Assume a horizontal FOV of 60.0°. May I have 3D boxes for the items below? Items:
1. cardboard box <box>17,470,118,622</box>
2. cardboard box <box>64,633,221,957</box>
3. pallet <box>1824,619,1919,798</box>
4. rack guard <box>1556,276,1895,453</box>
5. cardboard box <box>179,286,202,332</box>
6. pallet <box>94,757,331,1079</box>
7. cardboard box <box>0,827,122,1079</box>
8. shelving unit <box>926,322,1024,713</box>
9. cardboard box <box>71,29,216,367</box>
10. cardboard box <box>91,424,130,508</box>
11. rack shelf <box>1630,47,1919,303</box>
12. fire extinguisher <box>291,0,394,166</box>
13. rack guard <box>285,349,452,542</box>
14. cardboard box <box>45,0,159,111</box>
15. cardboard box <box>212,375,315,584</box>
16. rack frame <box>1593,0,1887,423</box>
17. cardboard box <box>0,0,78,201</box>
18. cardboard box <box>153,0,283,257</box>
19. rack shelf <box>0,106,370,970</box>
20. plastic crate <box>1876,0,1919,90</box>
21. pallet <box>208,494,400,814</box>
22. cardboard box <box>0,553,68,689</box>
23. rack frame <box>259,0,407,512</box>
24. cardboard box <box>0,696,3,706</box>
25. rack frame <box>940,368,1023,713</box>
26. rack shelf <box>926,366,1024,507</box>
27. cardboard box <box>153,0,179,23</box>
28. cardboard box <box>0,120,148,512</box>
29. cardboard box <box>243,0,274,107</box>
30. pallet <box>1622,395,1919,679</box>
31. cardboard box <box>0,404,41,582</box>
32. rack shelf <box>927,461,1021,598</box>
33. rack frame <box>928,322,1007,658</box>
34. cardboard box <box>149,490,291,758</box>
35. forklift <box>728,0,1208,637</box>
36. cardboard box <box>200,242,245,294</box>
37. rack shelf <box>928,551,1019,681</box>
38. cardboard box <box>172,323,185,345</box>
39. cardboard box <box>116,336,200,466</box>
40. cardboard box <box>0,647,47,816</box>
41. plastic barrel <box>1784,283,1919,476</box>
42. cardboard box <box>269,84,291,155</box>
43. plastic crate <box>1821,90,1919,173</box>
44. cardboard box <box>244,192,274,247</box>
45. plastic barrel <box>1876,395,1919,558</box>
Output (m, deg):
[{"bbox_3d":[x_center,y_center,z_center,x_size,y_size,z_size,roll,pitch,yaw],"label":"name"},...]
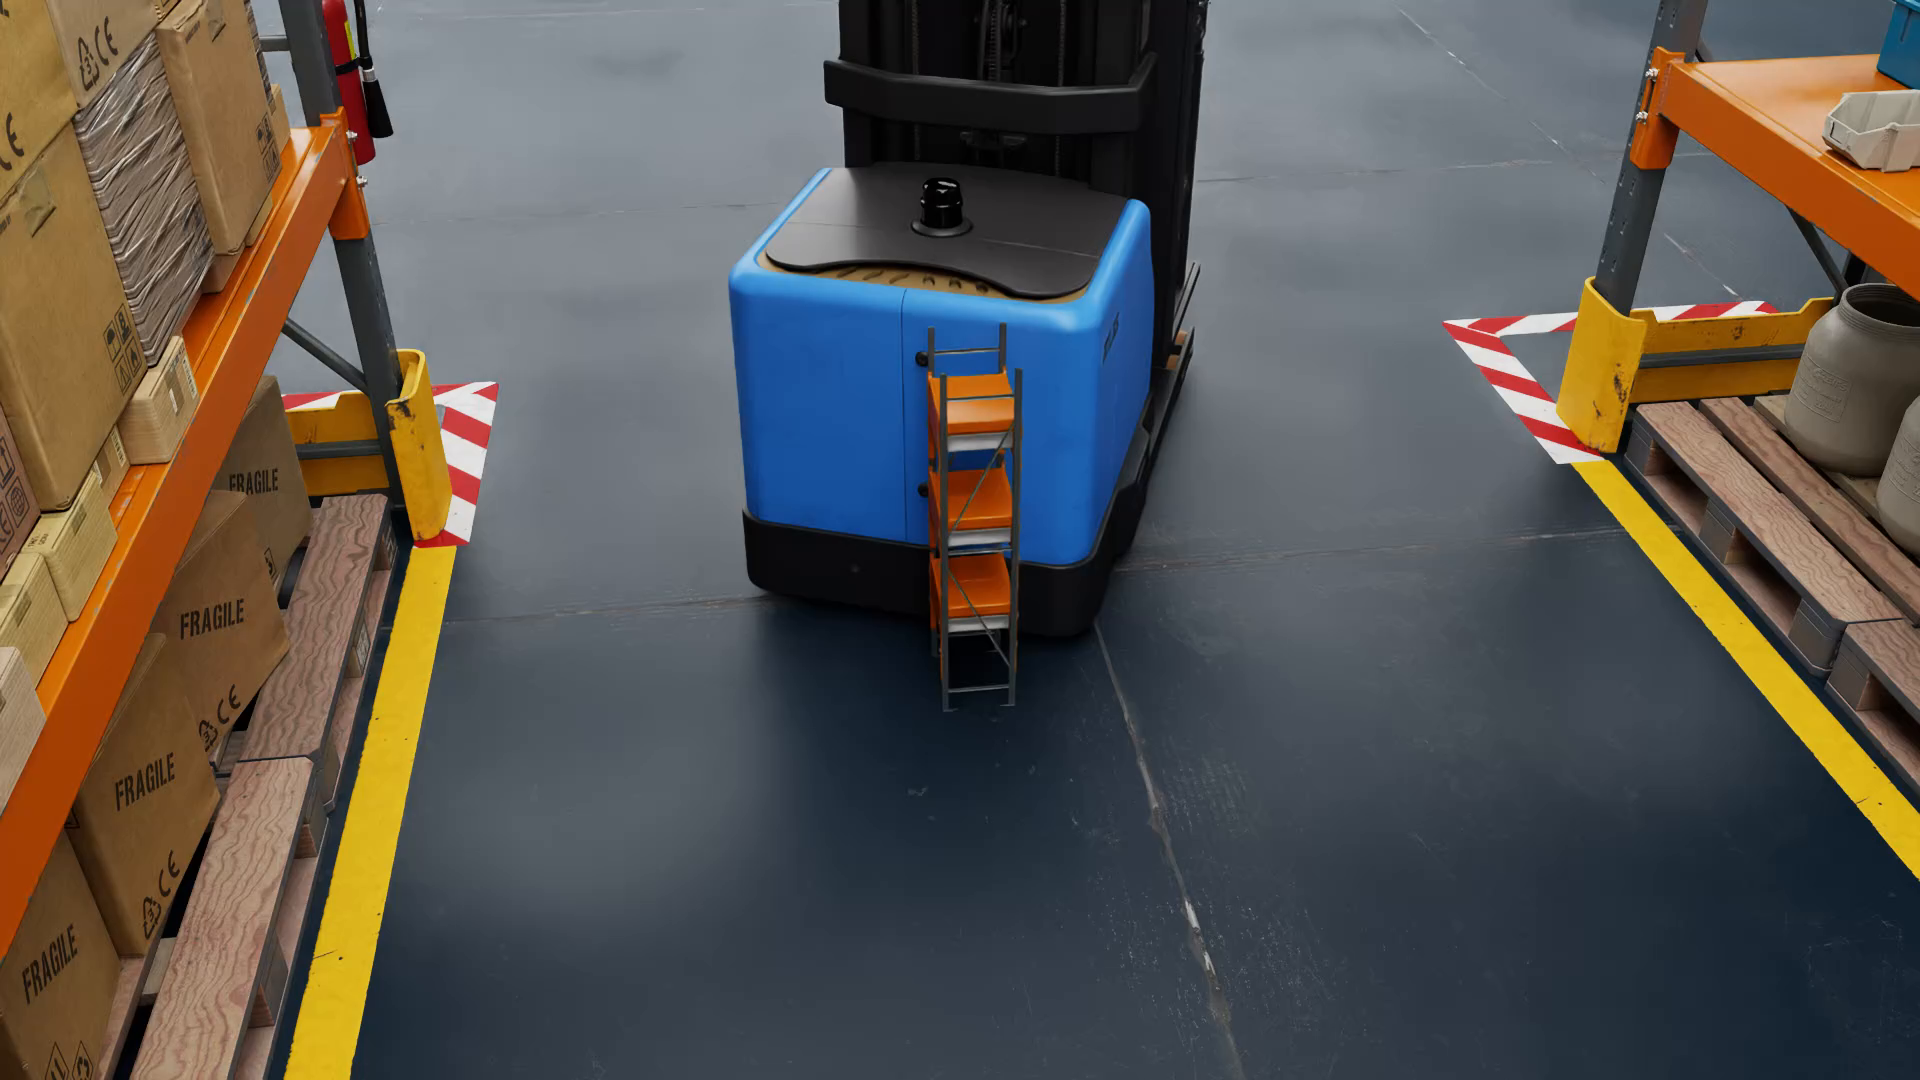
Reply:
[{"bbox_3d":[-1.657,0.021,2.778,0.380,0.149,0.250,-4,35,-6],"label":"cardboard box"},{"bbox_3d":[-2.002,0.555,3.619,0.500,0.500,0.500,-1,34,-2],"label":"cardboard box"},{"bbox_3d":[2.980,0.613,4.163,1.003,0.211,1.213,-4,35,-6],"label":"pallet"},{"bbox_3d":[2.715,-0.639,5.744,1.175,0.500,0.348,-4,35,-6],"label":"rack guard"},{"bbox_3d":[-1.878,-0.530,3.587,0.380,0.149,0.250,-4,35,-6],"label":"cardboard box"},{"bbox_3d":[-2.004,0.994,3.604,1.003,0.211,1.213,-4,35,-6],"label":"pallet"},{"bbox_3d":[-1.972,0.870,3.157,0.500,0.500,0.500,-7,35,-11],"label":"cardboard box"},{"bbox_3d":[0.035,-0.038,4.373,0.215,1.050,0.252,-4,35,-6],"label":"shelving unit"},{"bbox_3d":[-1.992,-0.639,3.171,0.875,0.500,0.500,-4,35,-6],"label":"cardboard box"},{"bbox_3d":[-1.736,-0.115,2.978,0.380,0.149,0.250,-4,35,-6],"label":"cardboard box"},{"bbox_3d":[2.927,-0.298,3.662,1.077,0.370,4.000,-4,35,-6],"label":"rack shelf"},{"bbox_3d":[-1.808,-1.403,4.713,0.296,0.674,0.183,-4,35,-6],"label":"fire extinguisher"},{"bbox_3d":[-2.239,-0.260,5.188,1.175,0.500,0.348,-4,35,-6],"label":"rack guard"},{"bbox_3d":[-1.793,-1.067,2.912,0.500,0.500,0.500,-4,35,-6],"label":"cardboard box"},{"bbox_3d":[-2.182,-0.127,4.619,0.500,0.500,0.500,2,34,2],"label":"cardboard box"},{"bbox_3d":[2.658,-1.711,5.097,1.000,3.000,0.127,-4,35,-6],"label":"rack frame"},{"bbox_3d":[-1.734,-0.788,2.501,0.500,0.500,0.500,-4,35,-6],"label":"cardboard box"},{"bbox_3d":[-2.017,-0.921,3.585,0.875,0.500,0.500,-4,35,-6],"label":"cardboard box"},{"bbox_3d":[-1.981,0.078,3.111,1.077,0.370,4.000,-4,35,-6],"label":"rack shelf"},{"bbox_3d":[3.022,-1.393,4.762,0.499,0.251,0.616,-4,35,-6],"label":"plastic crate"},{"bbox_3d":[-2.165,0.315,4.600,1.003,0.211,1.213,-4,35,-6],"label":"pallet"},{"bbox_3d":[-1.635,0.162,2.572,0.380,0.149,0.250,-4,35,-6],"label":"cardboard box"},{"bbox_3d":[-2.250,-1.336,4.547,1.000,3.000,0.127,-4,35,-6],"label":"rack frame"},{"bbox_3d":[-1.743,0.195,1.948,0.875,0.500,0.500,-4,35,-6],"label":"cardboard box"},{"bbox_3d":[0.051,0.030,4.273,0.200,1.050,0.008,-4,35,-6],"label":"rack frame"},{"bbox_3d":[0.035,-0.263,4.219,0.215,0.259,0.240,-4,35,-6],"label":"rack shelf"},{"bbox_3d":[-1.858,-1.346,3.321,0.500,0.500,0.500,-4,35,-6],"label":"cardboard box"},{"bbox_3d":[-1.937,-0.359,2.760,0.875,0.500,0.500,-4,35,-6],"label":"cardboard box"},{"bbox_3d":[-2.203,-1.191,3.981,0.875,0.500,0.500,-4,35,-6],"label":"cardboard box"},{"bbox_3d":[2.819,-0.066,5.159,1.003,0.211,1.213,-4,35,-6],"label":"pallet"},{"bbox_3d":[-1.910,-0.077,2.346,0.875,0.500,0.500,-4,35,-6],"label":"cardboard box"},{"bbox_3d":[0.035,-0.029,4.379,0.215,0.259,0.240,-4,35,-6],"label":"rack shelf"},{"bbox_3d":[0.018,-0.106,4.473,0.200,1.050,0.008,-4,35,-6],"label":"rack frame"},{"bbox_3d":[-2.068,0.204,4.133,0.500,0.500,0.500,4,35,6],"label":"cardboard box"},{"bbox_3d":[0.240,-1.763,5.234,1.130,2.935,3.031,9,35,12],"label":"forklift"},{"bbox_3d":[-1.871,-0.673,3.797,0.380,0.149,0.250,-4,35,-6],"label":"cardboard box"},{"bbox_3d":[0.035,0.201,4.536,0.215,0.259,0.240,-4,35,-6],"label":"rack shelf"},{"bbox_3d":[-1.822,-0.392,3.385,0.380,0.149,0.250,-4,35,-6],"label":"cardboard box"},{"bbox_3d":[-1.701,-0.259,3.190,0.380,0.149,0.250,-4,35,-6],"label":"cardboard box"},{"bbox_3d":[-1.560,0.298,2.372,0.380,0.149,0.250,-4,35,-6],"label":"cardboard box"},{"bbox_3d":[2.823,-0.495,5.149,0.421,0.512,0.421,0,34,0],"label":"plastic barrel"},{"bbox_3d":[-2.007,-1.089,4.407,0.380,0.149,0.250,-4,35,-6],"label":"cardboard box"},{"bbox_3d":[2.460,-1.078,4.403,0.298,0.136,0.250,-4,35,-6],"label":"plastic crate"},{"bbox_3d":[-1.889,-0.813,4.003,0.380,0.149,0.250,-4,35,-6],"label":"cardboard box"},{"bbox_3d":[2.890,-0.215,4.738,0.421,0.512,0.421,0,34,0],"label":"plastic barrel"}]
